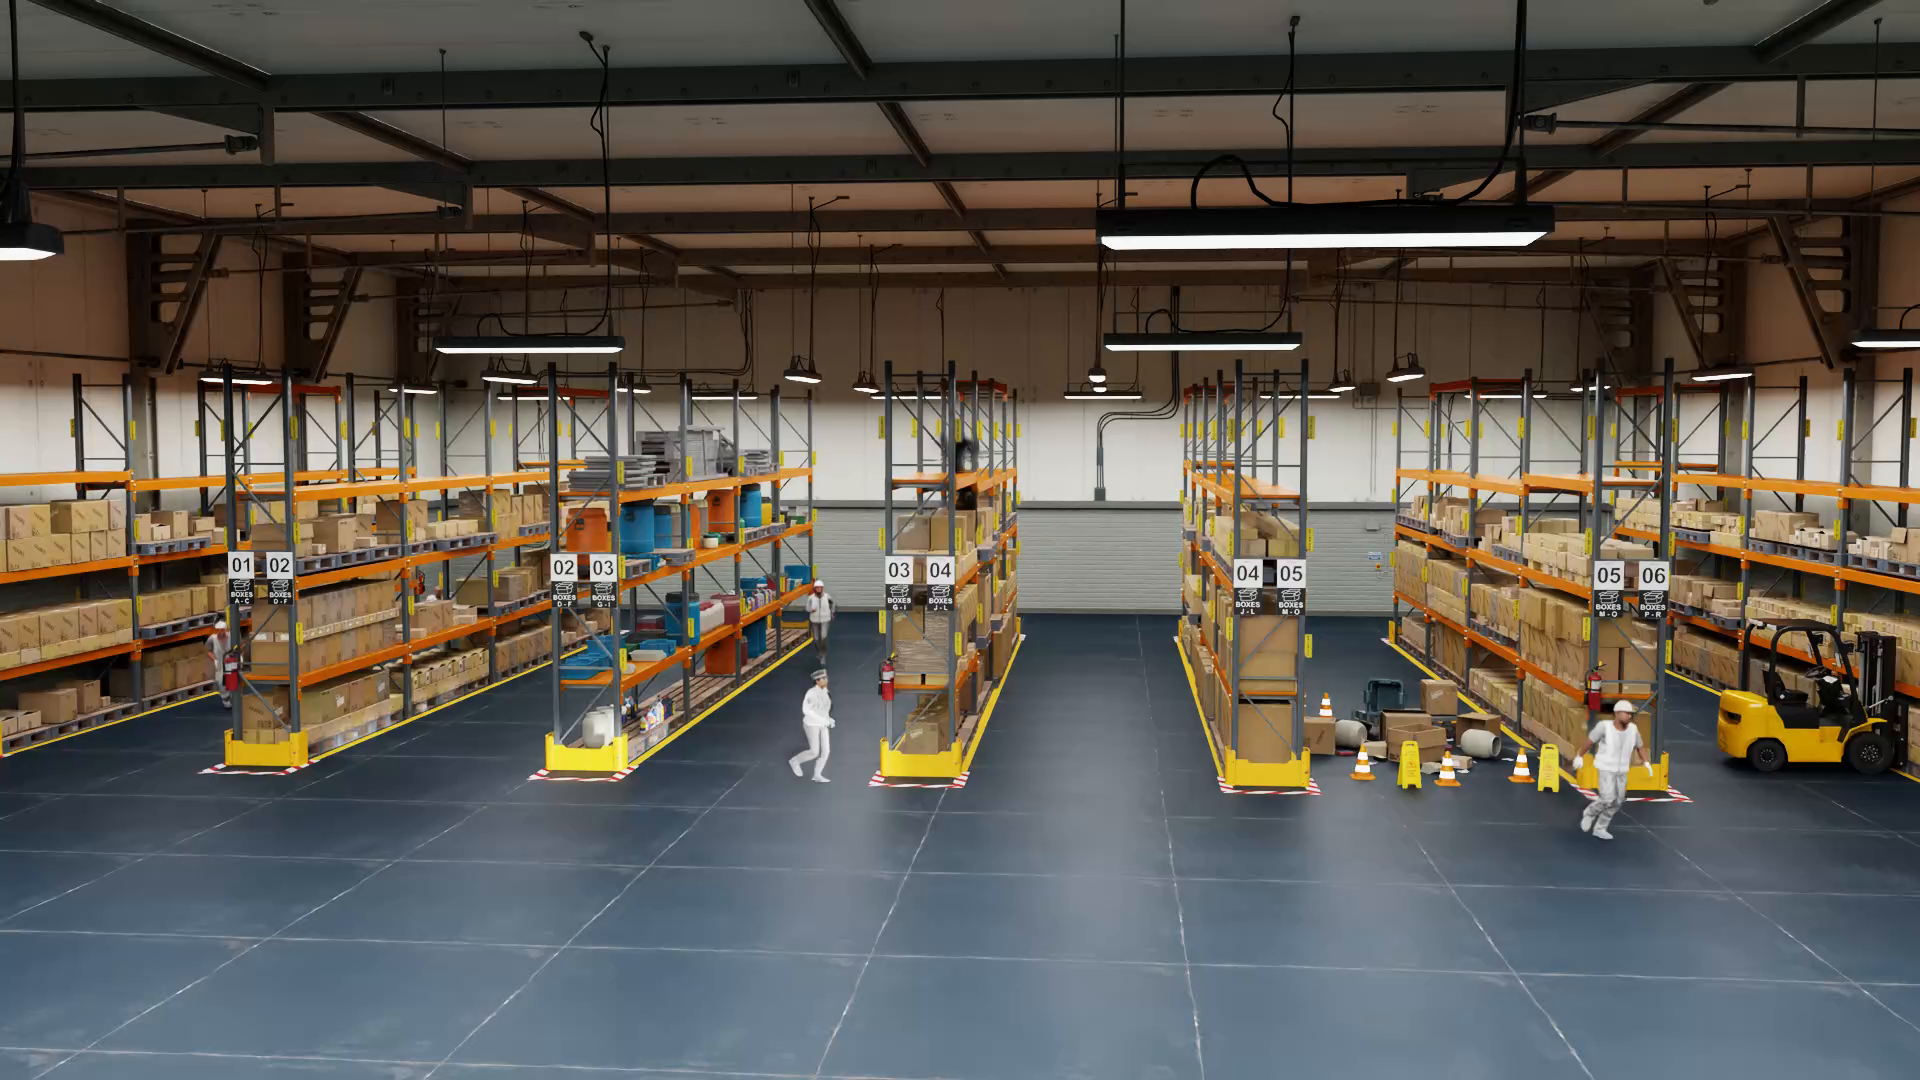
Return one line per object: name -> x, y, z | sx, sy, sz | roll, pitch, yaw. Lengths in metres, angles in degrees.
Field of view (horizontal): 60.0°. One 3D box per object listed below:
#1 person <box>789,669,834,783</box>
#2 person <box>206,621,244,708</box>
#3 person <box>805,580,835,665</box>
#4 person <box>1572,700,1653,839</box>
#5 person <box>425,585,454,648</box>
person -> -2.102, 2.635, 23.730 | 0.719, 1.643, 0.609 | 2, 4, 32
person -> -13.206, 2.223, 29.874 | 0.636, 1.618, 0.915 | -2, 4, -29
person -> -3.011, 1.774, 35.716 | 0.615, 1.825, 0.833 | 0, 4, 1
person -> 7.972, 2.802, 20.243 | 0.680, 1.724, 0.817 | -1, 4, -13
person -> -11.169, 1.803, 35.742 | 0.719, 1.712, 0.705 | 0, 4, -6
